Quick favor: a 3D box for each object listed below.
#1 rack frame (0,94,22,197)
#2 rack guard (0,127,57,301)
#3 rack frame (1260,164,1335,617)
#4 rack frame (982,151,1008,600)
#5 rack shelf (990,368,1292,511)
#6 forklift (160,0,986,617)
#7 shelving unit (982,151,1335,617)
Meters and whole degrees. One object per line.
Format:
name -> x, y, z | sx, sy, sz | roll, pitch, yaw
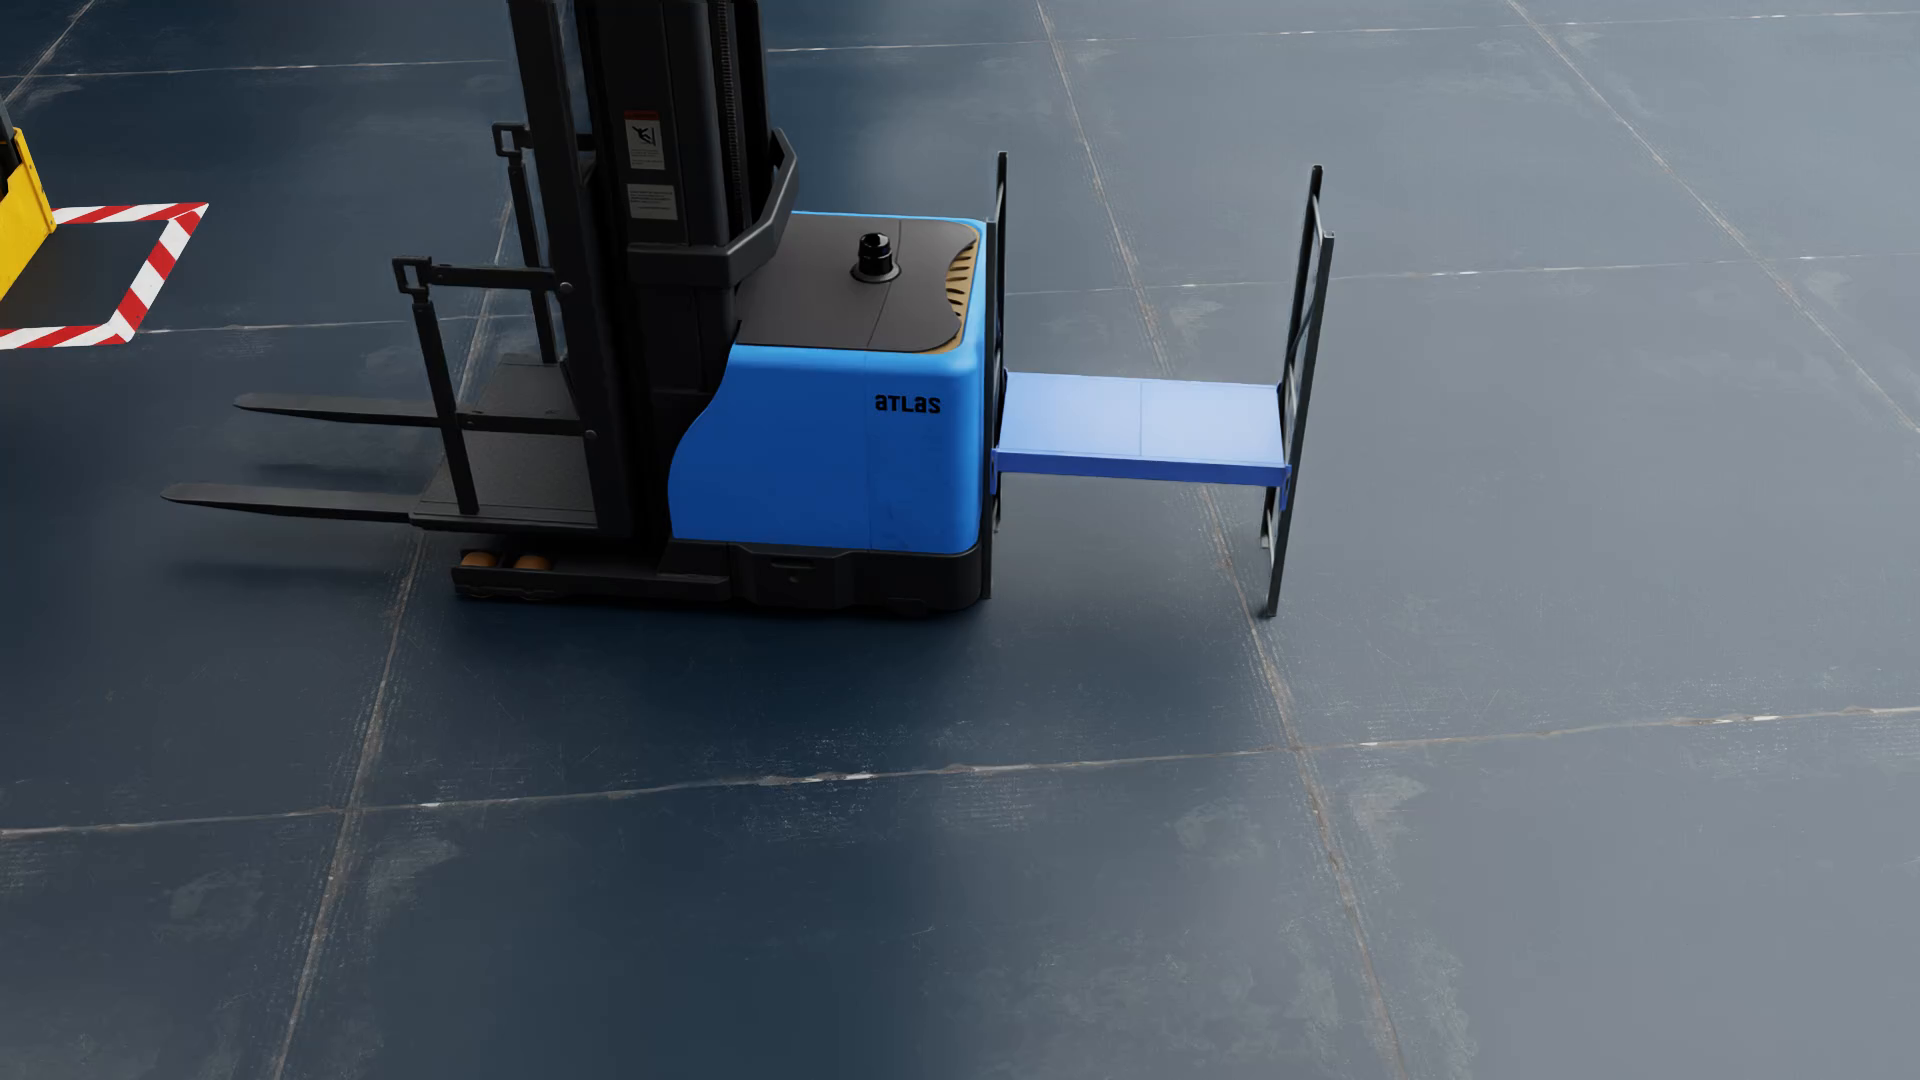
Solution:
rack frame -> -4.514, -2.423, 6.899 | 0.127, 3.000, 1.000 | -3, 38, -4
rack guard -> -4.585, -1.408, 7.631 | 0.348, 0.500, 1.175 | -3, 38, -4
rack frame -> 1.130, -0.470, 5.635 | 0.032, 1.500, 0.500 | 3, 38, 4
rack frame -> 0.118, -0.529, 5.710 | 0.032, 1.500, 0.500 | 3, 38, 4
rack shelf -> 0.624, -0.359, 5.784 | 1.000, 0.185, 0.538 | 3, 38, 4
forklift -> -1.396, -1.254, 5.473 | 3.031, 2.935, 1.130 | 3, 38, 4
shelving unit -> 0.624, -0.500, 5.673 | 1.048, 1.500, 0.538 | 3, 38, 4
